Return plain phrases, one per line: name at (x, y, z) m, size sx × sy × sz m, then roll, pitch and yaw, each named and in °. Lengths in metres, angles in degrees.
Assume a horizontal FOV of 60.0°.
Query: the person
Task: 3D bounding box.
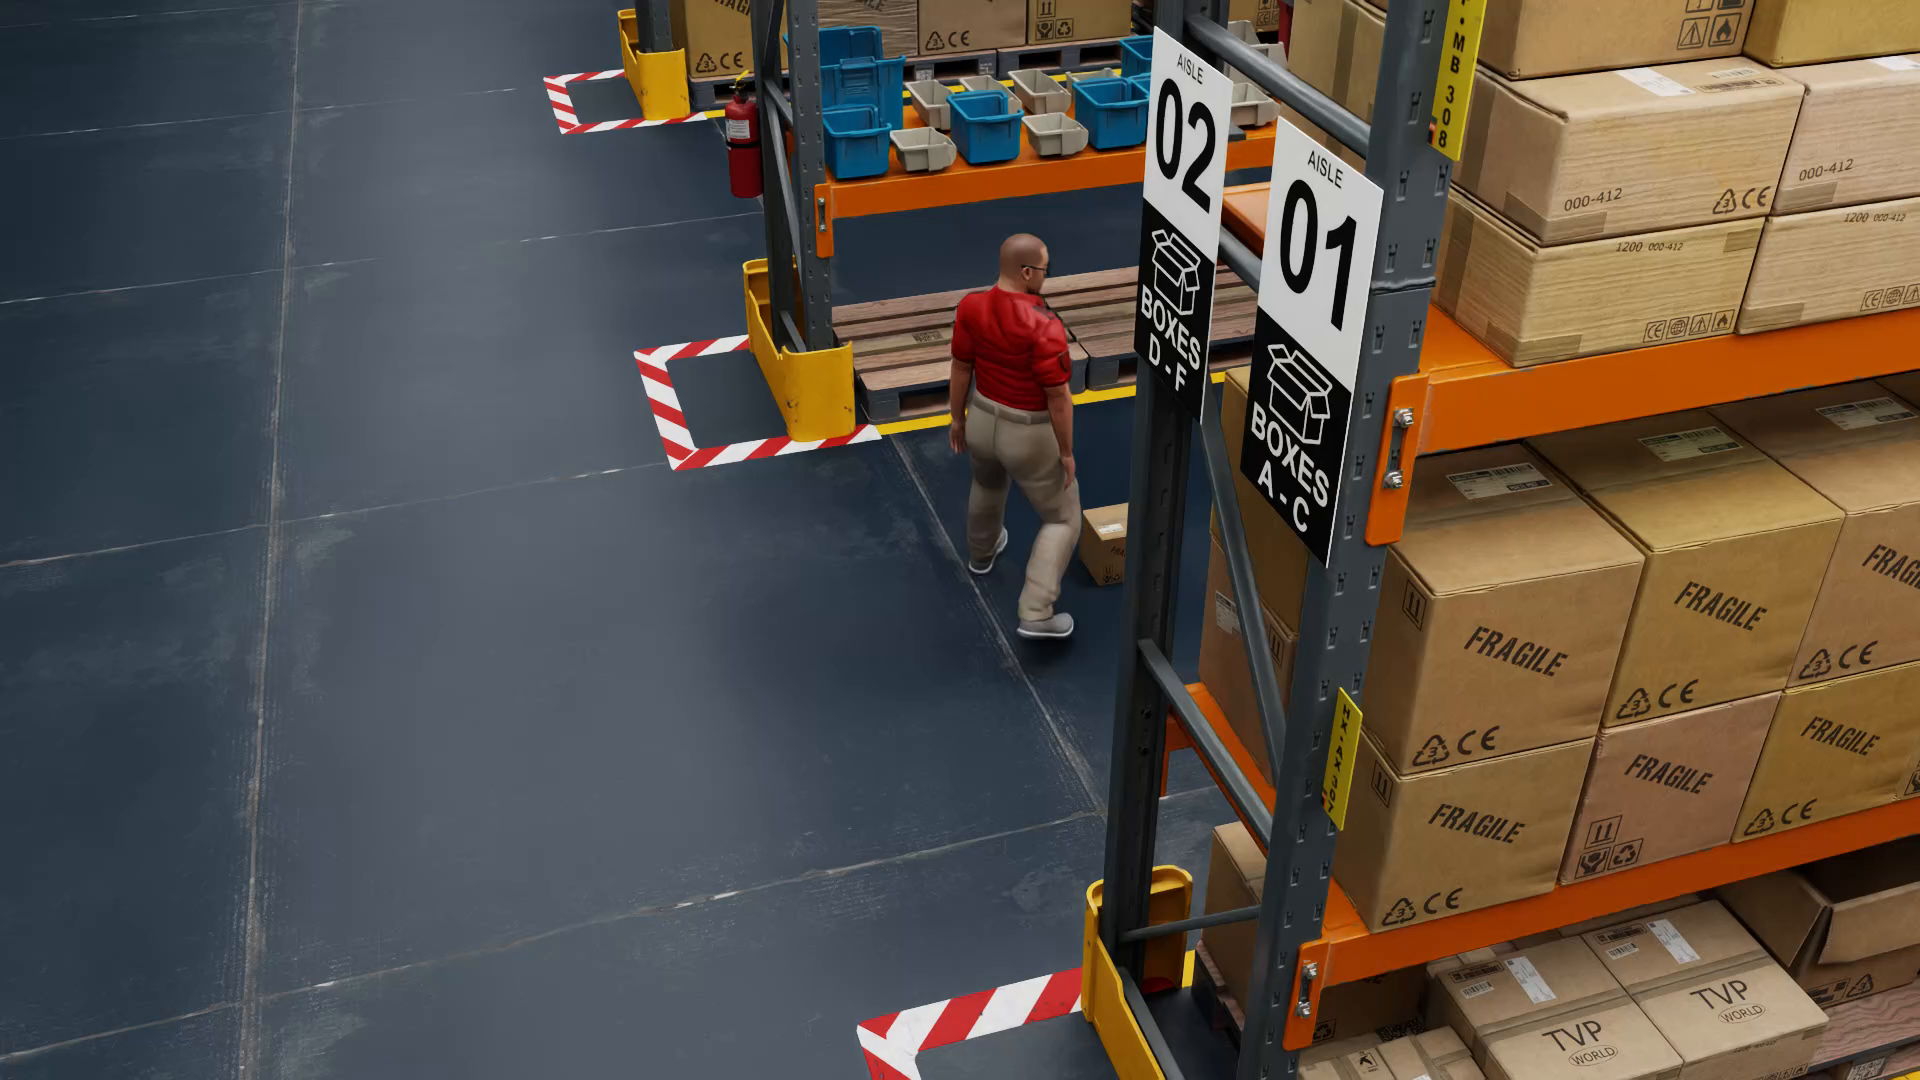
person at (0.239, -0.444, 6.830) m, size 0.770 × 1.700 × 0.729 m, roll 23°, pitch 40°, yaw 30°
